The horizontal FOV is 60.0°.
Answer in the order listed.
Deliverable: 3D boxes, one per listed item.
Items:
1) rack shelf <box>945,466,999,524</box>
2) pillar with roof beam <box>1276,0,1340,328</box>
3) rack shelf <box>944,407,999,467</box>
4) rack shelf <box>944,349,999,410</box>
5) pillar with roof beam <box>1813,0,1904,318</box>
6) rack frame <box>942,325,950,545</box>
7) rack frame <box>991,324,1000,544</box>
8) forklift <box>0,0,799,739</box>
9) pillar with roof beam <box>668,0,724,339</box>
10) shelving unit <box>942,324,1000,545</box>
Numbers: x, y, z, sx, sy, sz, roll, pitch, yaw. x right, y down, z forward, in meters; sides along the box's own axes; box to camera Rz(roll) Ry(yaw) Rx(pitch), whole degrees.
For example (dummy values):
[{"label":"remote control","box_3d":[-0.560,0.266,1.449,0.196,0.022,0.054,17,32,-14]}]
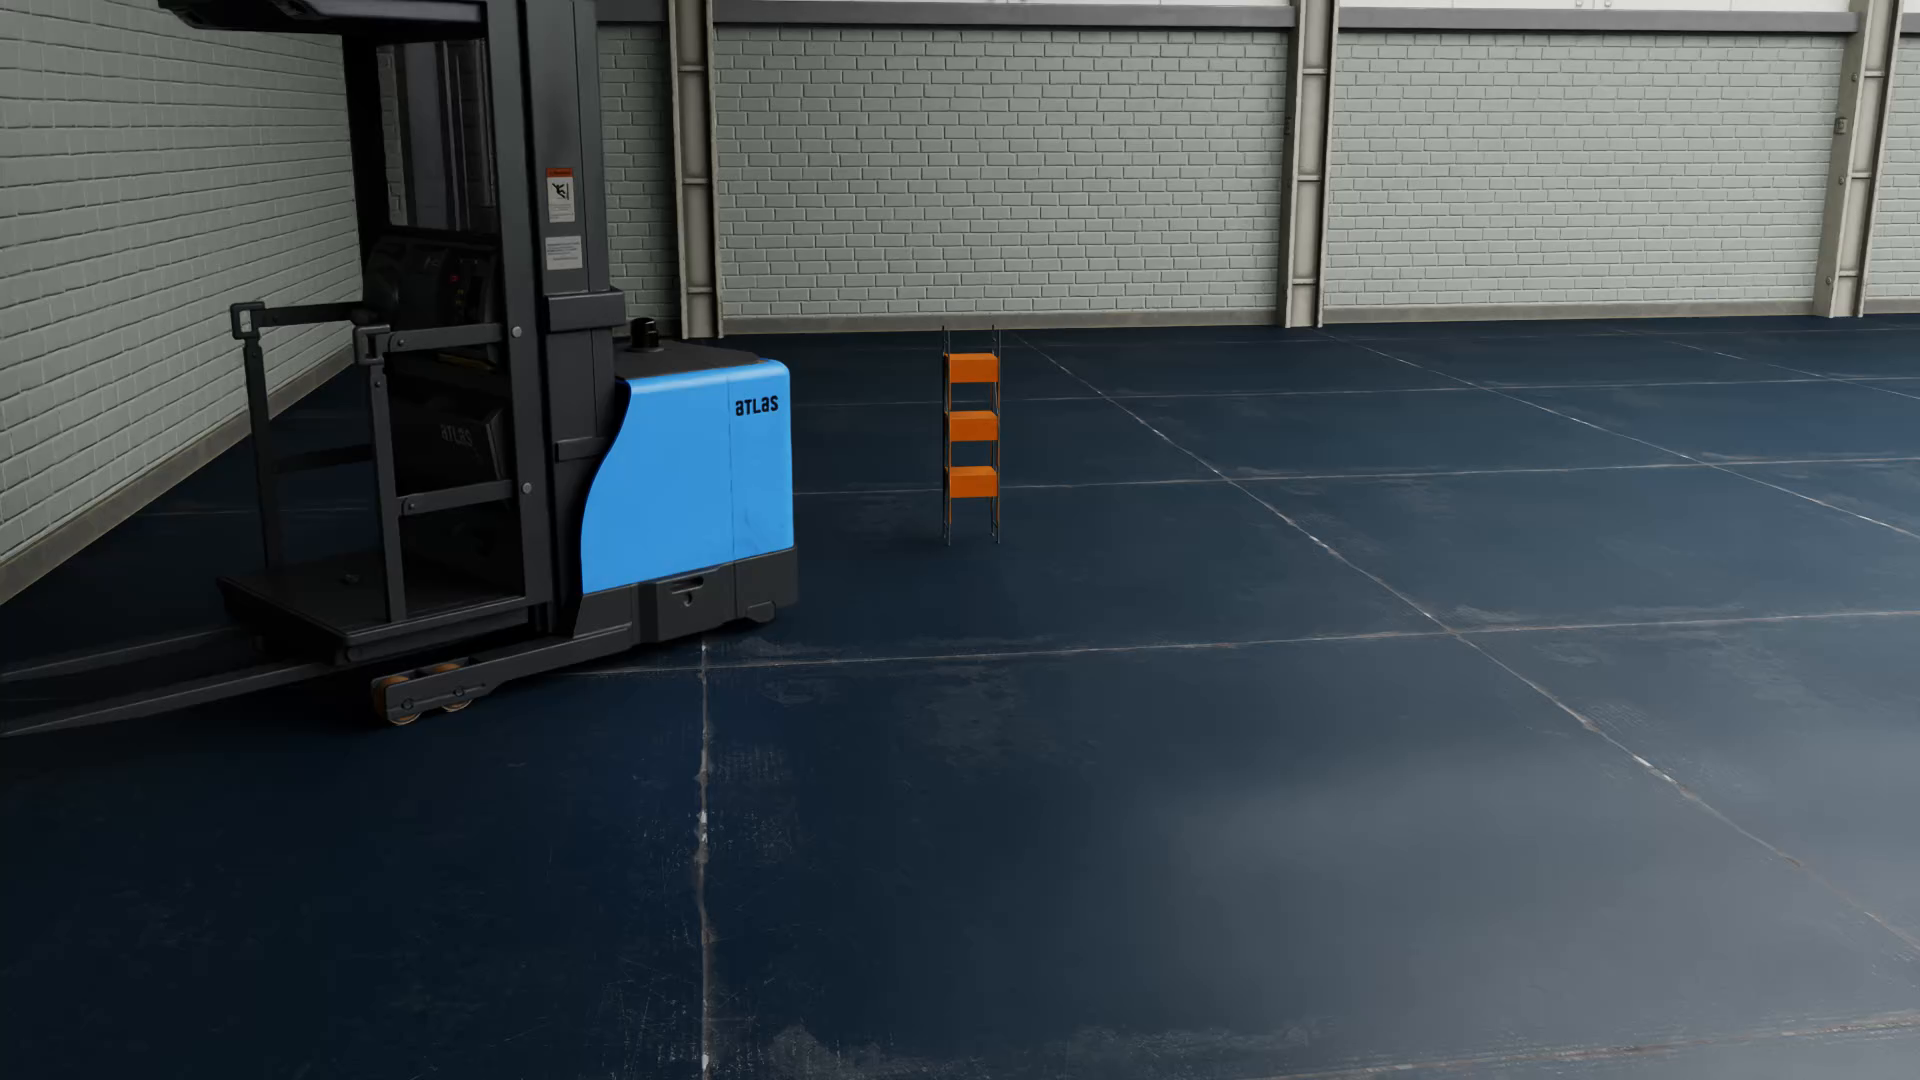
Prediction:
[{"label":"rack shelf","box_3d":[0.053,-0.231,8.172,0.240,0.259,0.215,-2,14,-8]},{"label":"pillar with roof beam","box_3d":[4.089,-5.512,11.703,0.400,9.000,9.100,-2,14,-8]},{"label":"rack shelf","box_3d":[0.053,-0.501,8.104,0.240,0.259,0.215,-2,14,-8]},{"label":"rack shelf","box_3d":[0.053,-0.776,8.035,0.240,0.259,0.215,-2,14,-8]},{"label":"pillar with roof beam","box_3d":[10.022,-5.730,12.570,0.400,9.000,9.100,-2,14,-8]},{"label":"rack frame","box_3d":[-0.068,-0.507,8.084,0.008,1.050,0.200,-2,14,-8]},{"label":"rack frame","box_3d":[0.174,-0.516,8.119,0.008,1.050,0.200,-2,14,-8]},{"label":"forklift","box_3d":[-2.073,-0.929,5.902,3.031,2.935,1.130,-14,19,-43]},{"label":"pillar with roof beam","box_3d":[-1.844,-5.295,10.836,0.400,9.000,9.100,-2,14,-8]},{"label":"shelving unit","box_3d":[0.053,-0.511,8.102,0.252,1.050,0.215,-2,14,-8]}]
